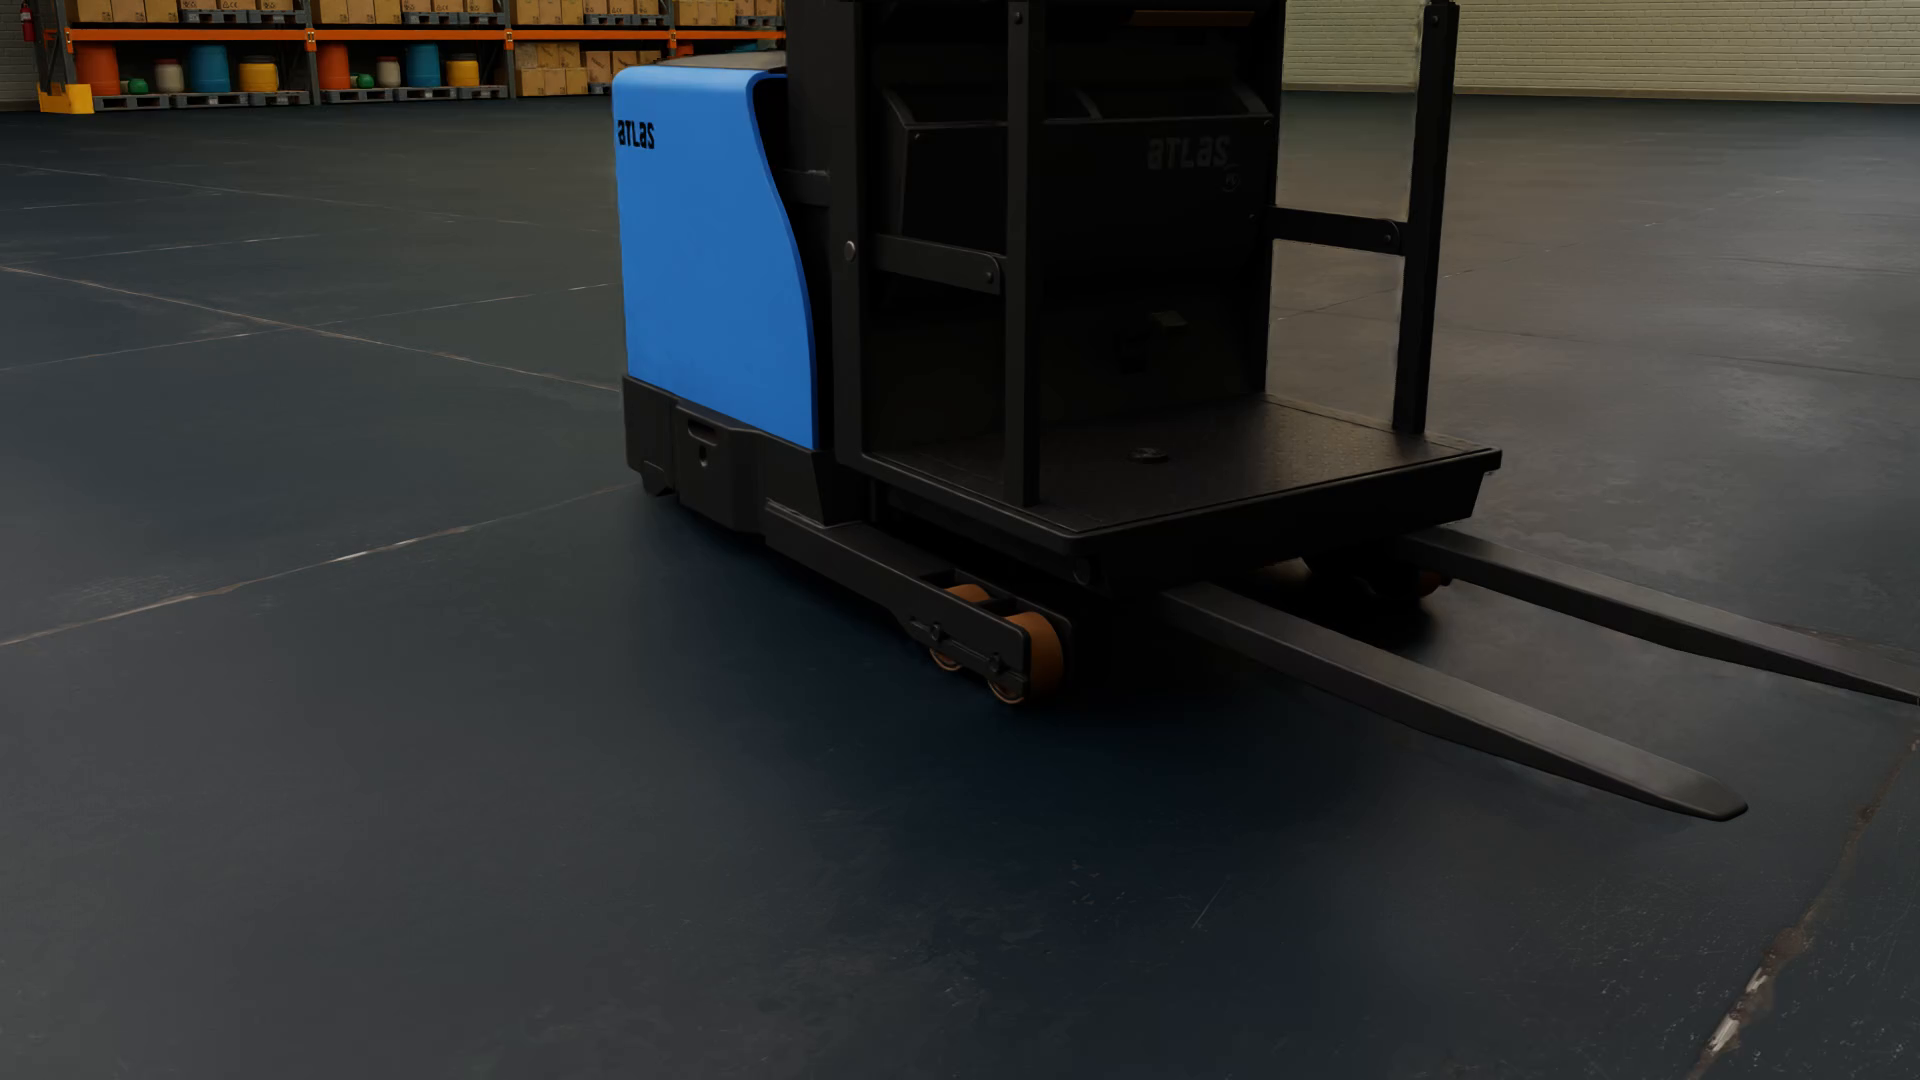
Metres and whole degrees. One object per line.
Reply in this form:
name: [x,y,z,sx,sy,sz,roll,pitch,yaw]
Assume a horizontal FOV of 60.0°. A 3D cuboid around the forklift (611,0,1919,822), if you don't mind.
forklift: [0.368,-1.265,3.064,1.130,2.935,3.031,-11,20,-32]
